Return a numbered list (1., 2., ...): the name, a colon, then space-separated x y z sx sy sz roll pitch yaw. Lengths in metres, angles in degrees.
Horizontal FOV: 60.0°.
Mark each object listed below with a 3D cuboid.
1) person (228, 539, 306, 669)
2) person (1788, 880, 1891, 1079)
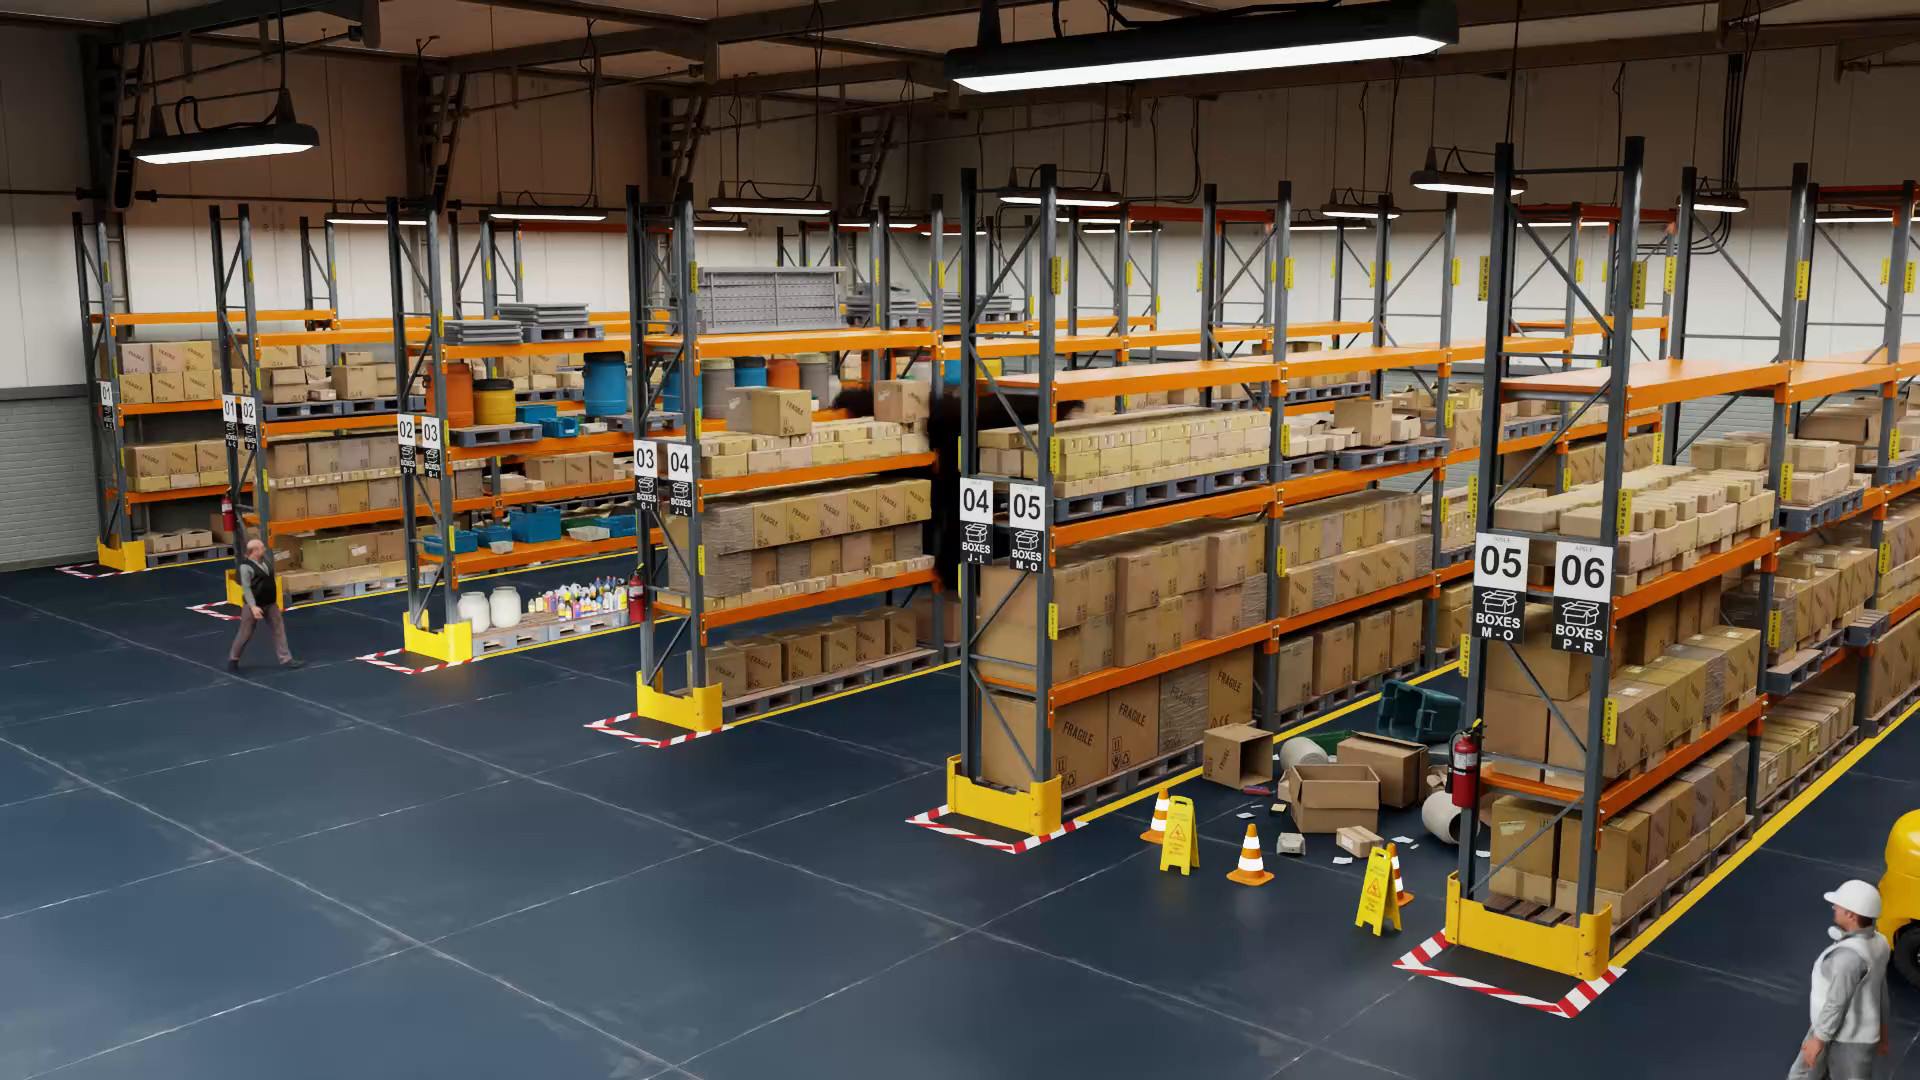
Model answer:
1. person: -8.936 0.828 21.222 0.900 1.697 0.613 4 10 23
2. person: 5.024 2.775 9.403 0.980 1.750 0.516 4 10 23
